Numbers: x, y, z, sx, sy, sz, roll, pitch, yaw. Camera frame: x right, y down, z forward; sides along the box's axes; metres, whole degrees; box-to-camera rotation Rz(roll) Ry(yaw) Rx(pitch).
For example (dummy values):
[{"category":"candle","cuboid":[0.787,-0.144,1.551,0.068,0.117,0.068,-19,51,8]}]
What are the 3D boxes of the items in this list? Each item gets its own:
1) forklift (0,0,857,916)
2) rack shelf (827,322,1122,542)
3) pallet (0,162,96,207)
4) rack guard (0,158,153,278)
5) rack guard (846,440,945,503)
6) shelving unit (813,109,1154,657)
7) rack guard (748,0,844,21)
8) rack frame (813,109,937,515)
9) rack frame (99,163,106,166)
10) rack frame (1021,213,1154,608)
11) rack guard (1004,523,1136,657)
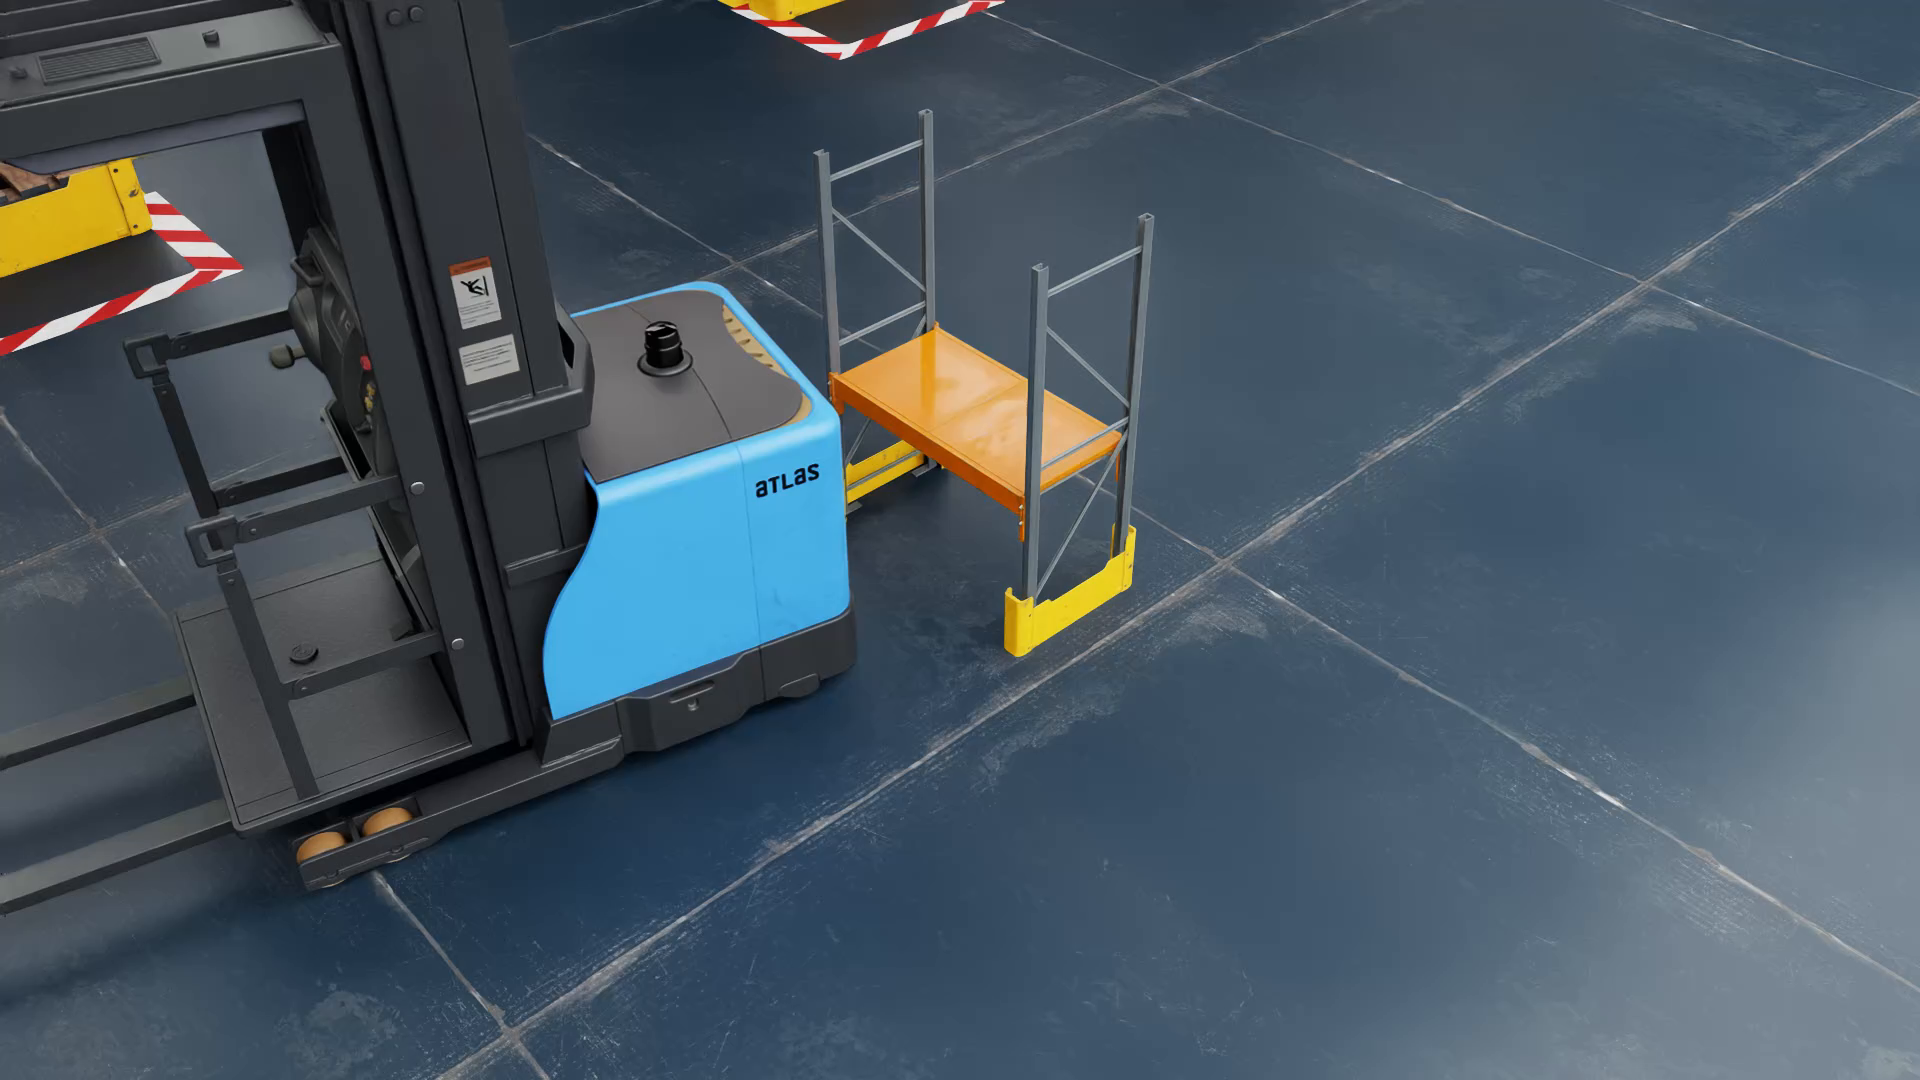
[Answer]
[{"category":"forklift","cuboid":[-1.887,-0.486,4.519,3.031,2.935,1.130,-20,43,-23]},{"category":"rack shelf","cuboid":[0.058,-0.404,5.843,0.538,0.185,1.000,-30,48,-32]},{"category":"pallet","cuboid":[-5.023,-1.822,8.337,1.003,0.211,1.213,-30,48,-32]},{"category":"rack guard","cuboid":[-4.477,-1.556,7.778,1.175,0.500,0.348,-30,48,-32]},{"category":"rack guard","cuboid":[-0.285,-0.292,6.413,0.587,0.250,0.087,-30,48,-32]},{"category":"shelving unit","cuboid":[0.052,-0.548,5.735,0.587,1.500,1.083,-30,48,-32]},{"category":"rack guard","cuboid":[-0.795,-3.680,10.409,1.175,0.500,0.348,-30,48,-32]},{"category":"rack frame","cuboid":[-0.286,-0.779,6.021,0.500,1.500,0.032,-30,48,-32]},{"category":"rack frame","cuboid":[-4.391,-2.513,6.974,1.000,3.000,0.127,-30,48,-32]},{"category":"rack frame","cuboid":[0.401,-0.309,5.439,0.500,1.500,0.032,-30,48,-32]},{"category":"rack guard","cuboid":[0.388,0.169,5.842,0.587,0.250,0.087,-30,48,-32]}]
